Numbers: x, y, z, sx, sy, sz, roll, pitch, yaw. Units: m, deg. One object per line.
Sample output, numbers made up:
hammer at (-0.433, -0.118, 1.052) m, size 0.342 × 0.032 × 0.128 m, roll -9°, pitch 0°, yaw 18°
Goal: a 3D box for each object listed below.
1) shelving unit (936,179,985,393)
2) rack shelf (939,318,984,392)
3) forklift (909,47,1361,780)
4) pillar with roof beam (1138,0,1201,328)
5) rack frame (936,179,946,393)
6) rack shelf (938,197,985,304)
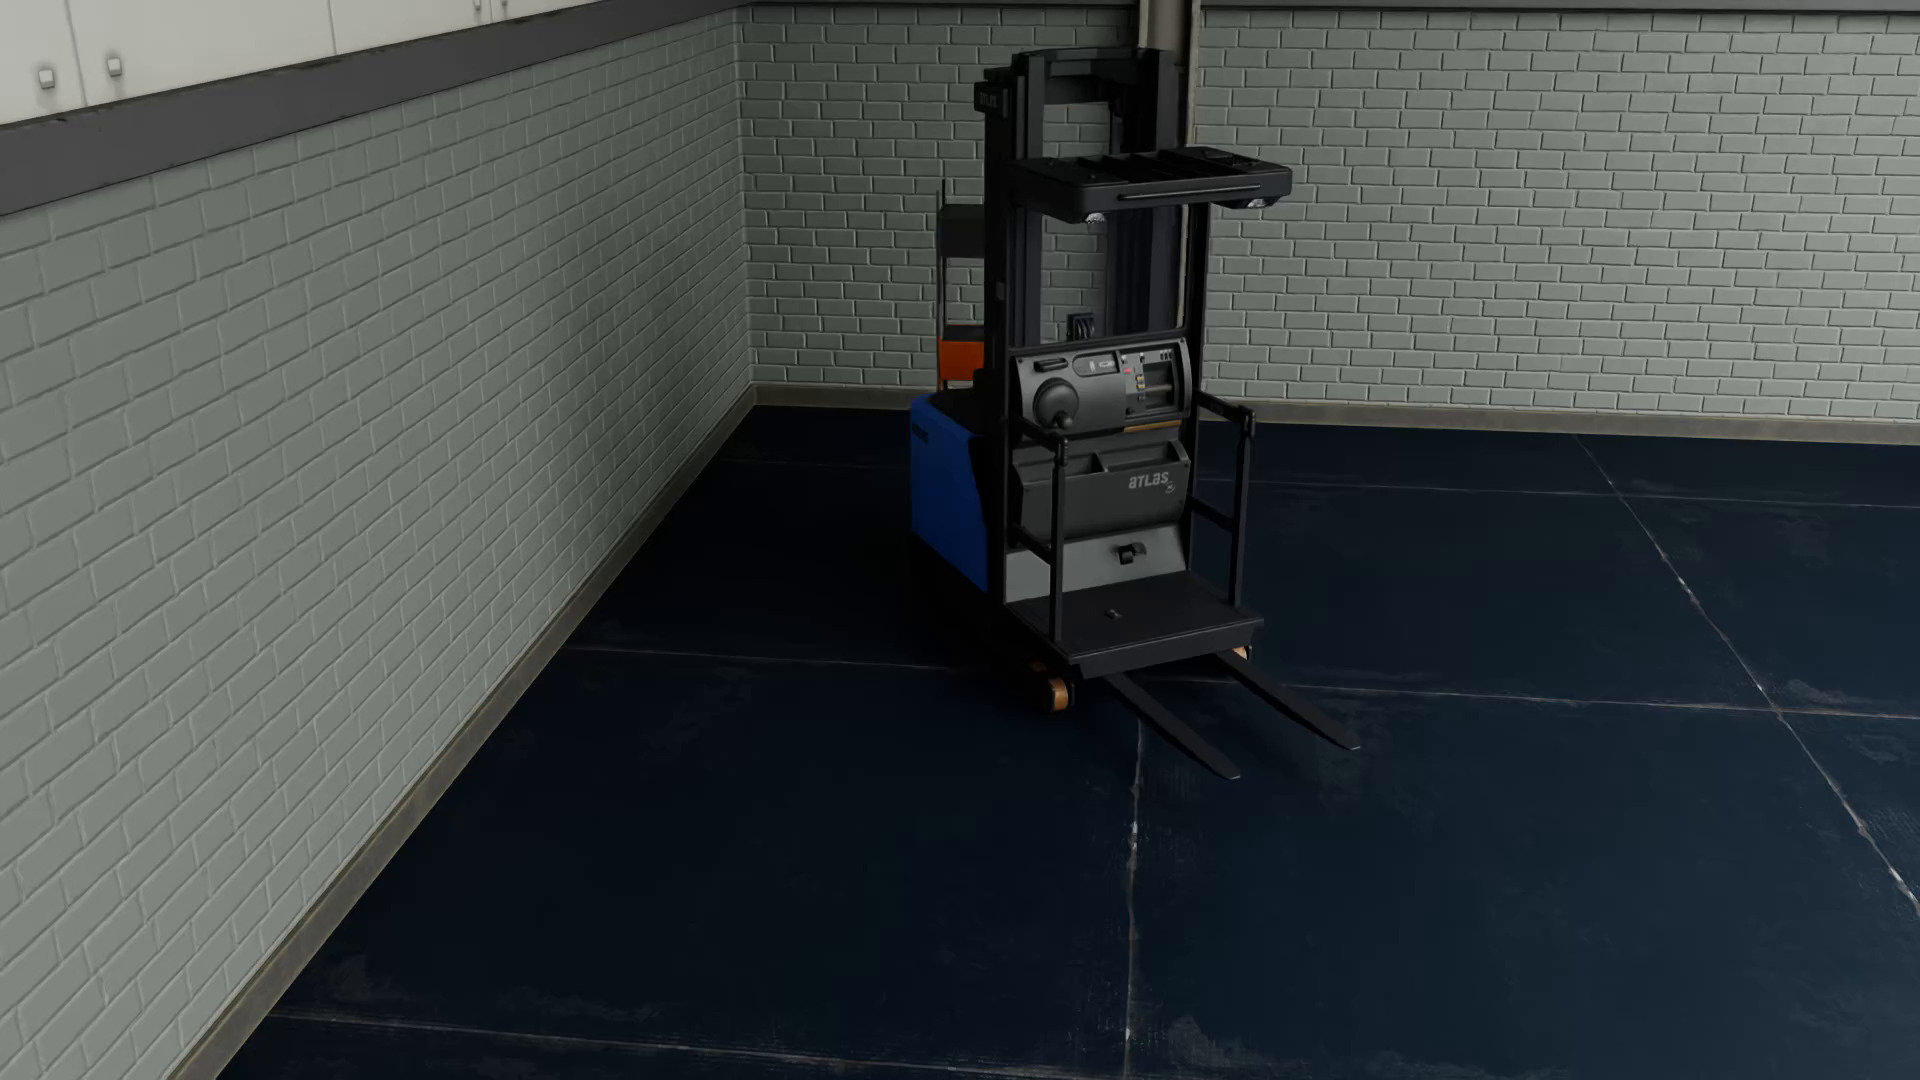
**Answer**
shelving unit at (0.138, -0.983, 9.569) m, size 0.503 × 2.100 × 0.431 m, roll 2°, pitch 22°, yaw 5°
rack shelf at (0.138, -0.970, 9.574) m, size 0.480 × 0.518 × 0.431 m, roll 2°, pitch 22°, yaw 5°
forklift at (0.785, -0.728, 7.795) m, size 1.130 × 2.935 × 3.031 m, roll -9°, pitch 23°, yaw -23°
pillar with roof beam at (0.883, -3.459, 6.450) m, size 0.400 × 9.000 × 9.100 m, roll 2°, pitch 22°, yaw 6°
rack frame at (-0.105, -0.990, 9.589) m, size 0.015 × 2.100 × 0.400 m, roll 2°, pitch 22°, yaw 5°
rack shelf at (0.138, -1.621, 9.317) m, size 0.480 × 0.518 × 0.431 m, roll 2°, pitch 22°, yaw 5°
